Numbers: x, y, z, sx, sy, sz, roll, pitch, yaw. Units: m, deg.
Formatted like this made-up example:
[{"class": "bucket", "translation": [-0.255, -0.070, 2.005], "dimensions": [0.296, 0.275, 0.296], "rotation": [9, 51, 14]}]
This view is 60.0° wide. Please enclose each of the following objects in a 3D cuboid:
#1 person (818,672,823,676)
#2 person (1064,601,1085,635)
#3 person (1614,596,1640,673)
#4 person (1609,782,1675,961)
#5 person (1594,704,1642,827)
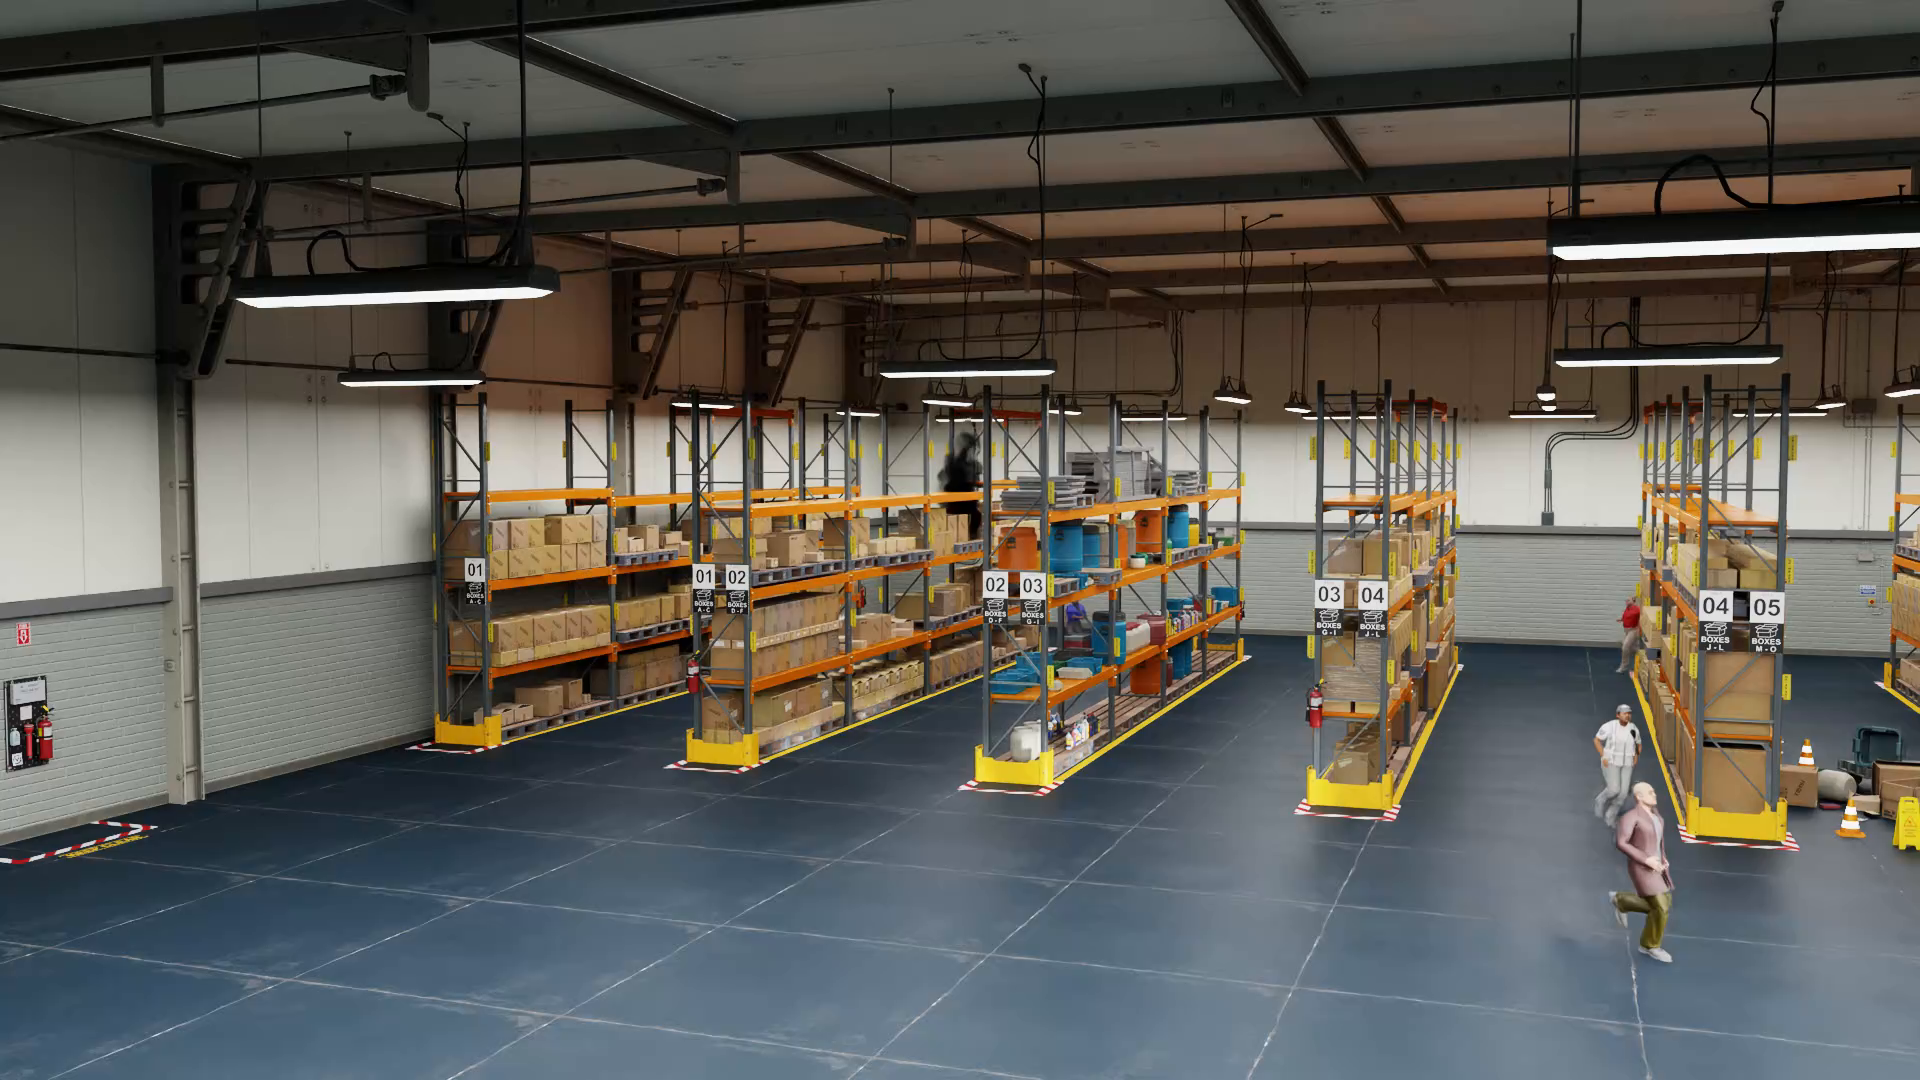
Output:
[{"class": "person", "translation": [-2.925, 2.281, 34.246], "dimensions": [0.712, 1.776, 1.037], "rotation": [1, 3, 16]}, {"class": "person", "translation": [2.681, 2.095, 39.062], "dimensions": [0.551, 1.715, 0.763], "rotation": [1, 3, 11]}, {"class": "person", "translation": [15.299, 2.178, 37.801], "dimensions": [0.934, 1.670, 0.697], "rotation": [0, 3, -4]}, {"class": "person", "translation": [6.784, 3.269, 16.580], "dimensions": [0.729, 1.724, 0.717], "rotation": [-3, 4, -42]}, {"class": "person", "translation": [8.860, 3.023, 22.301], "dimensions": [0.599, 1.642, 0.516], "rotation": [0, 3, -3]}]
